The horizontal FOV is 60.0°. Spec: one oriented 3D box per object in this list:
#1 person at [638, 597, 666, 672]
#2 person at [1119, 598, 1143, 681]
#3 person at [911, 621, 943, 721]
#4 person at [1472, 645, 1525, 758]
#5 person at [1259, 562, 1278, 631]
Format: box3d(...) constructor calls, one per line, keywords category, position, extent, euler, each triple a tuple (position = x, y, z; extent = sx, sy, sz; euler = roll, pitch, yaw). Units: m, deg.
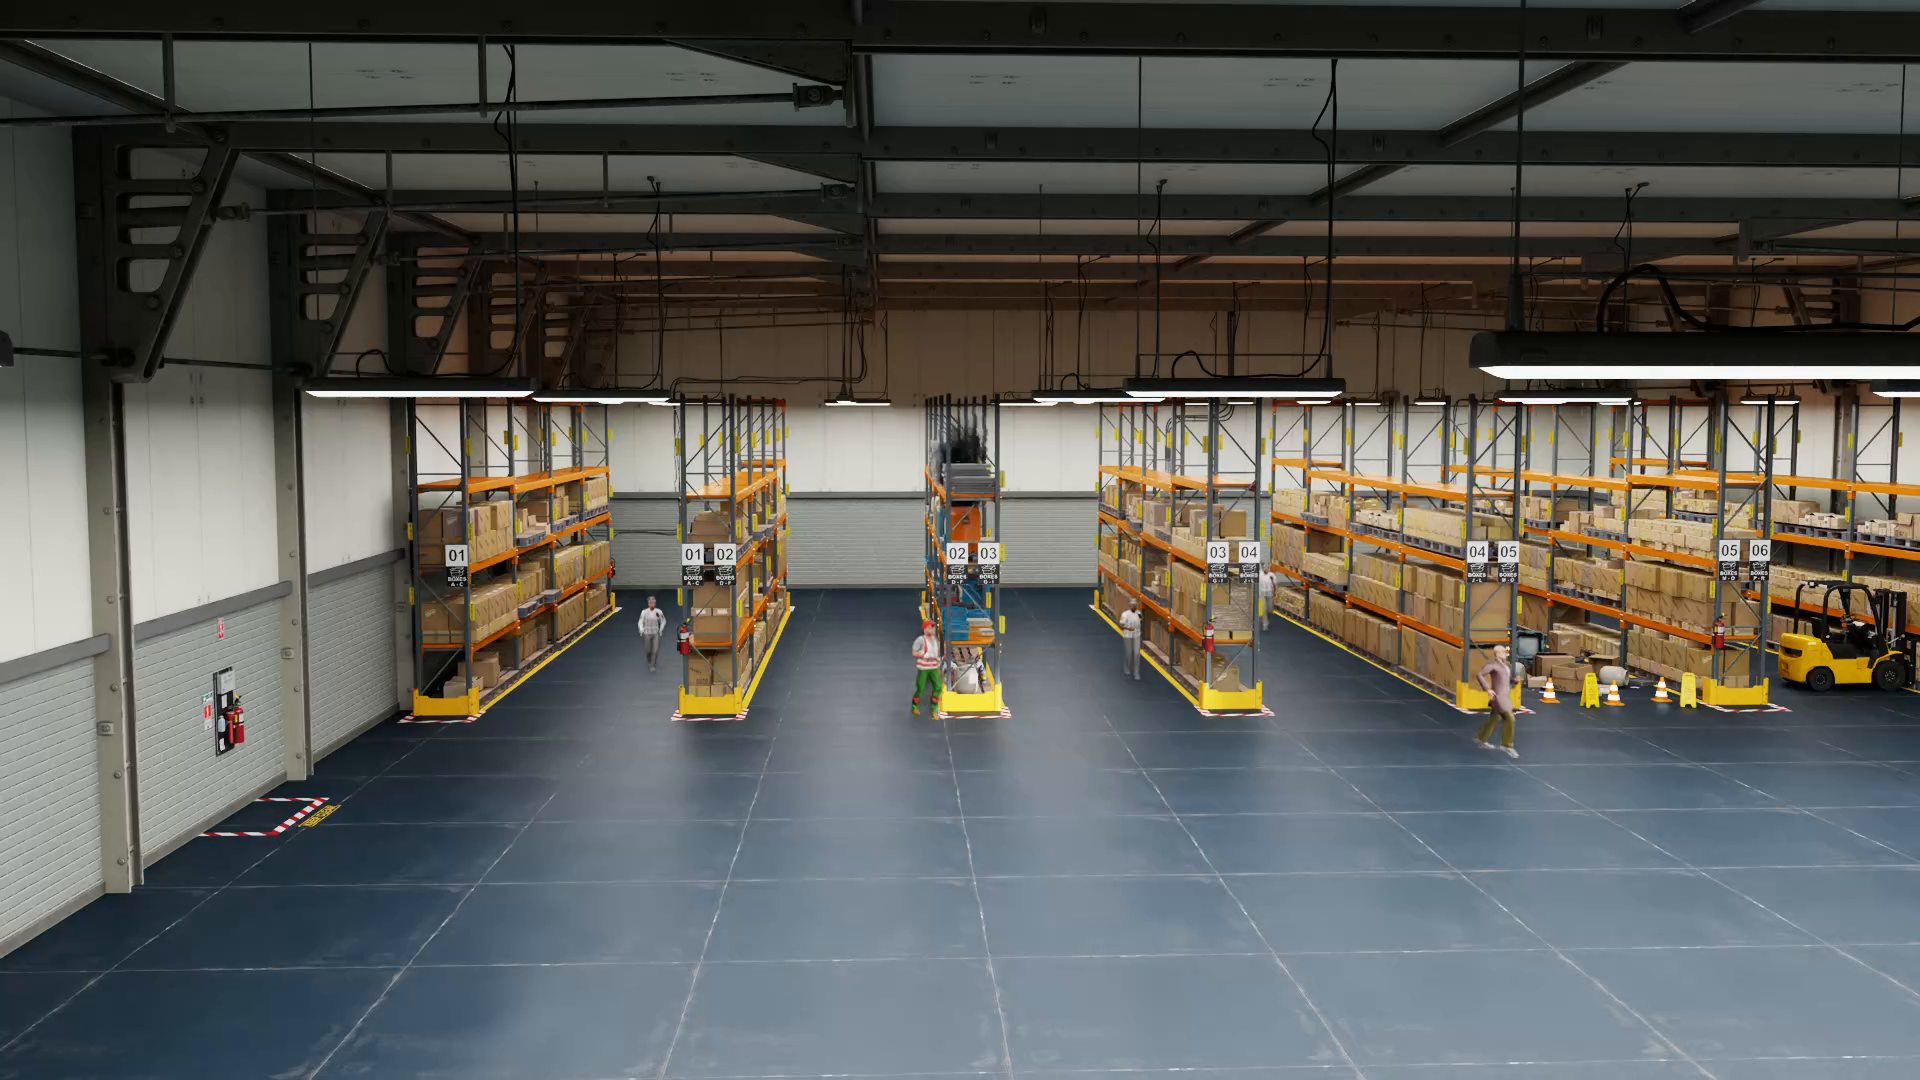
box3d(category="person", position=(-6.726, 2.044, 36.372), extent=(0.603, 1.635, 0.589), euler=(-1, 5, -11))
box3d(category="person", position=(3.648, 2.089, 35.375), extent=(0.569, 1.714, 0.848), euler=(-1, 5, -6))
box3d(category="person", position=(-0.602, 2.404, 30.674), extent=(0.665, 1.832, 0.686), euler=(-3, 5, -34))
box3d(category="person", position=(8.910, 2.657, 27.532), extent=(0.859, 1.843, 0.675), euler=(3, 5, 34))
box3d(category="person", position=(7.927, 1.435, 43.233), extent=(0.673, 1.770, 0.715), euler=(0, 5, 0))
